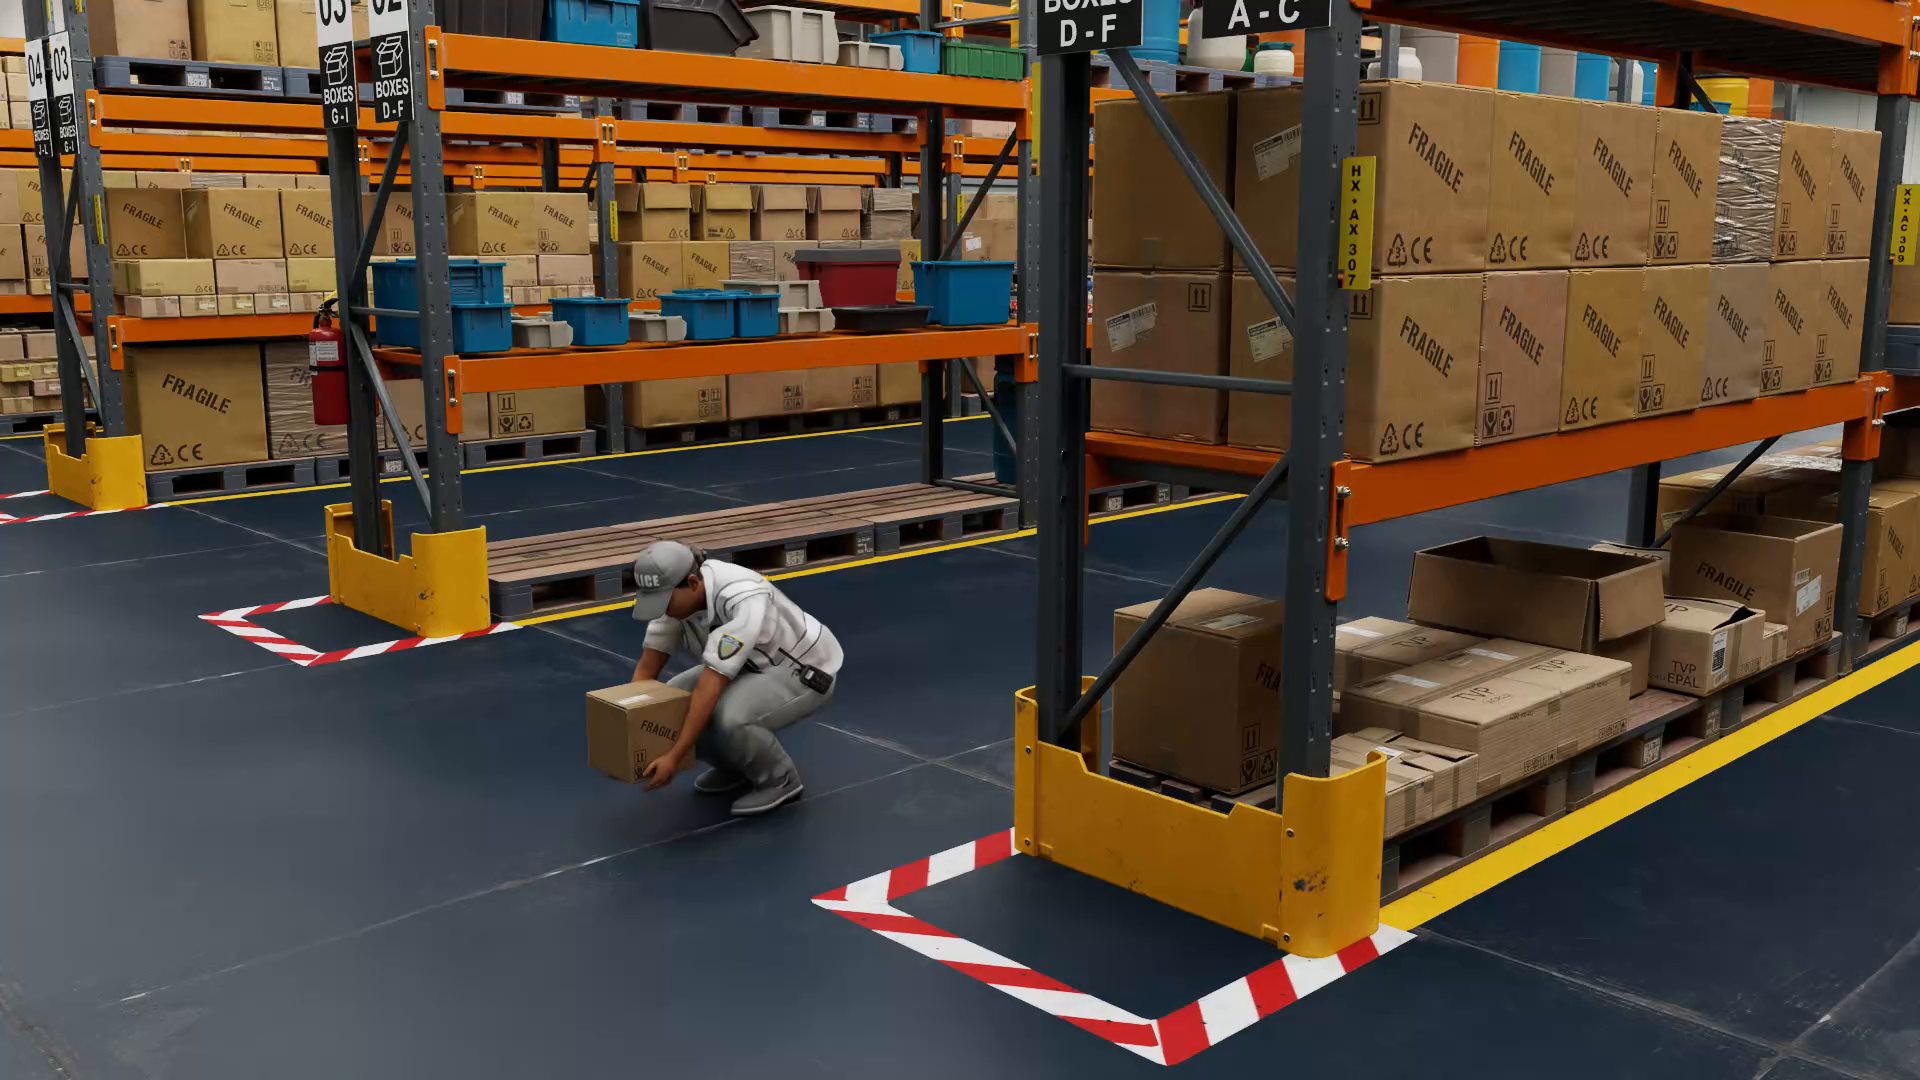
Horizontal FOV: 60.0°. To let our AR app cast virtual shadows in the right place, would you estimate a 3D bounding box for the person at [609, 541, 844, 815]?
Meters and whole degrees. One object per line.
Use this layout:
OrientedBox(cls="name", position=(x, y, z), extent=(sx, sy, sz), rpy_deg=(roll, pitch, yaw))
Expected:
OrientedBox(cls="person", position=(-0.792, 0.432, 5.588), extent=(0.858, 0.956, 0.505), rpy_deg=(-10, 15, -44))
